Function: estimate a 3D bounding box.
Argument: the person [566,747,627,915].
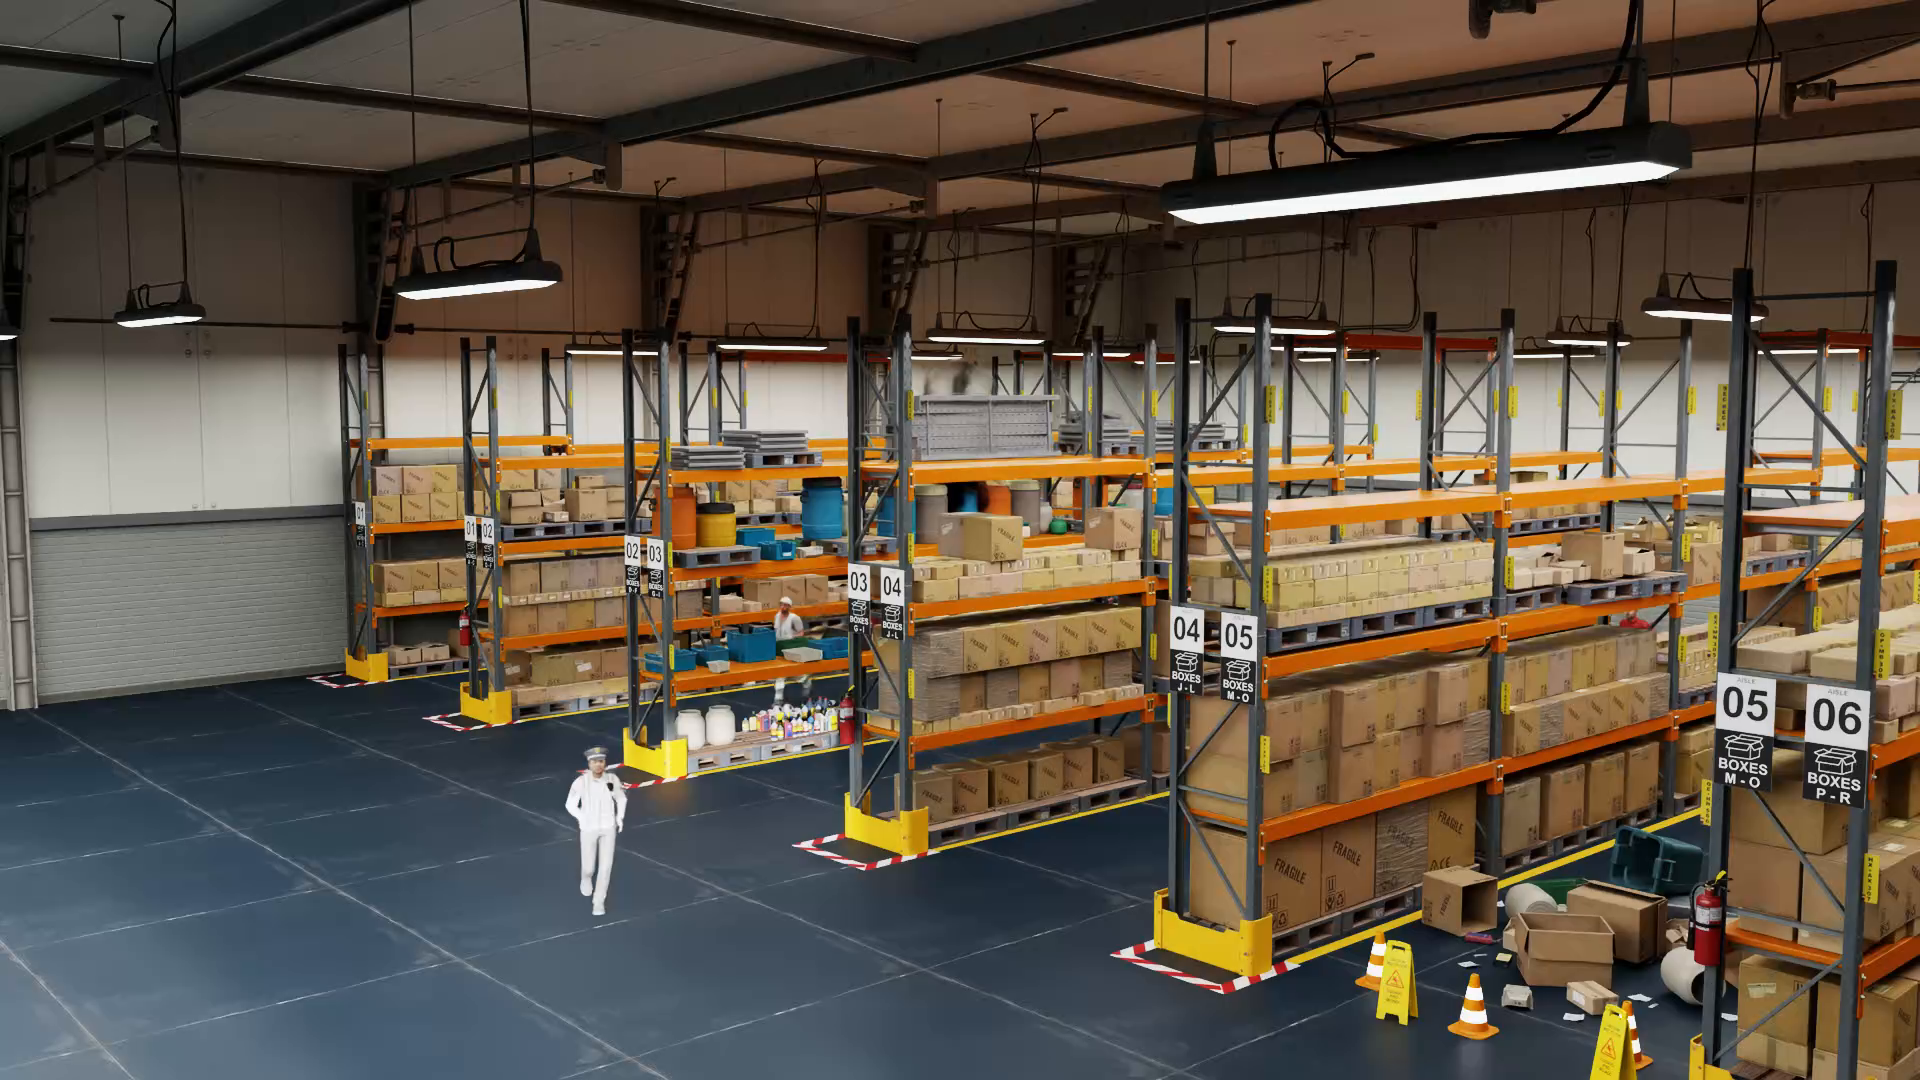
[{"bbox_3d":[-3.603,2.858,16.551,0.609,1.653,0.594,-2,5,-21],"label":"person"}]

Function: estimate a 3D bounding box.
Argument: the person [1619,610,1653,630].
[{"bbox_3d":[10.962,1.906,27.078,0.845,1.709,0.661,-5,7,-45],"label":"person"}]

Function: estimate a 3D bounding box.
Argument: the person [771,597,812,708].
[{"bbox_3d":[-2.834,1.817,27.400,0.668,1.785,1.003,3,6,26],"label":"person"}]
